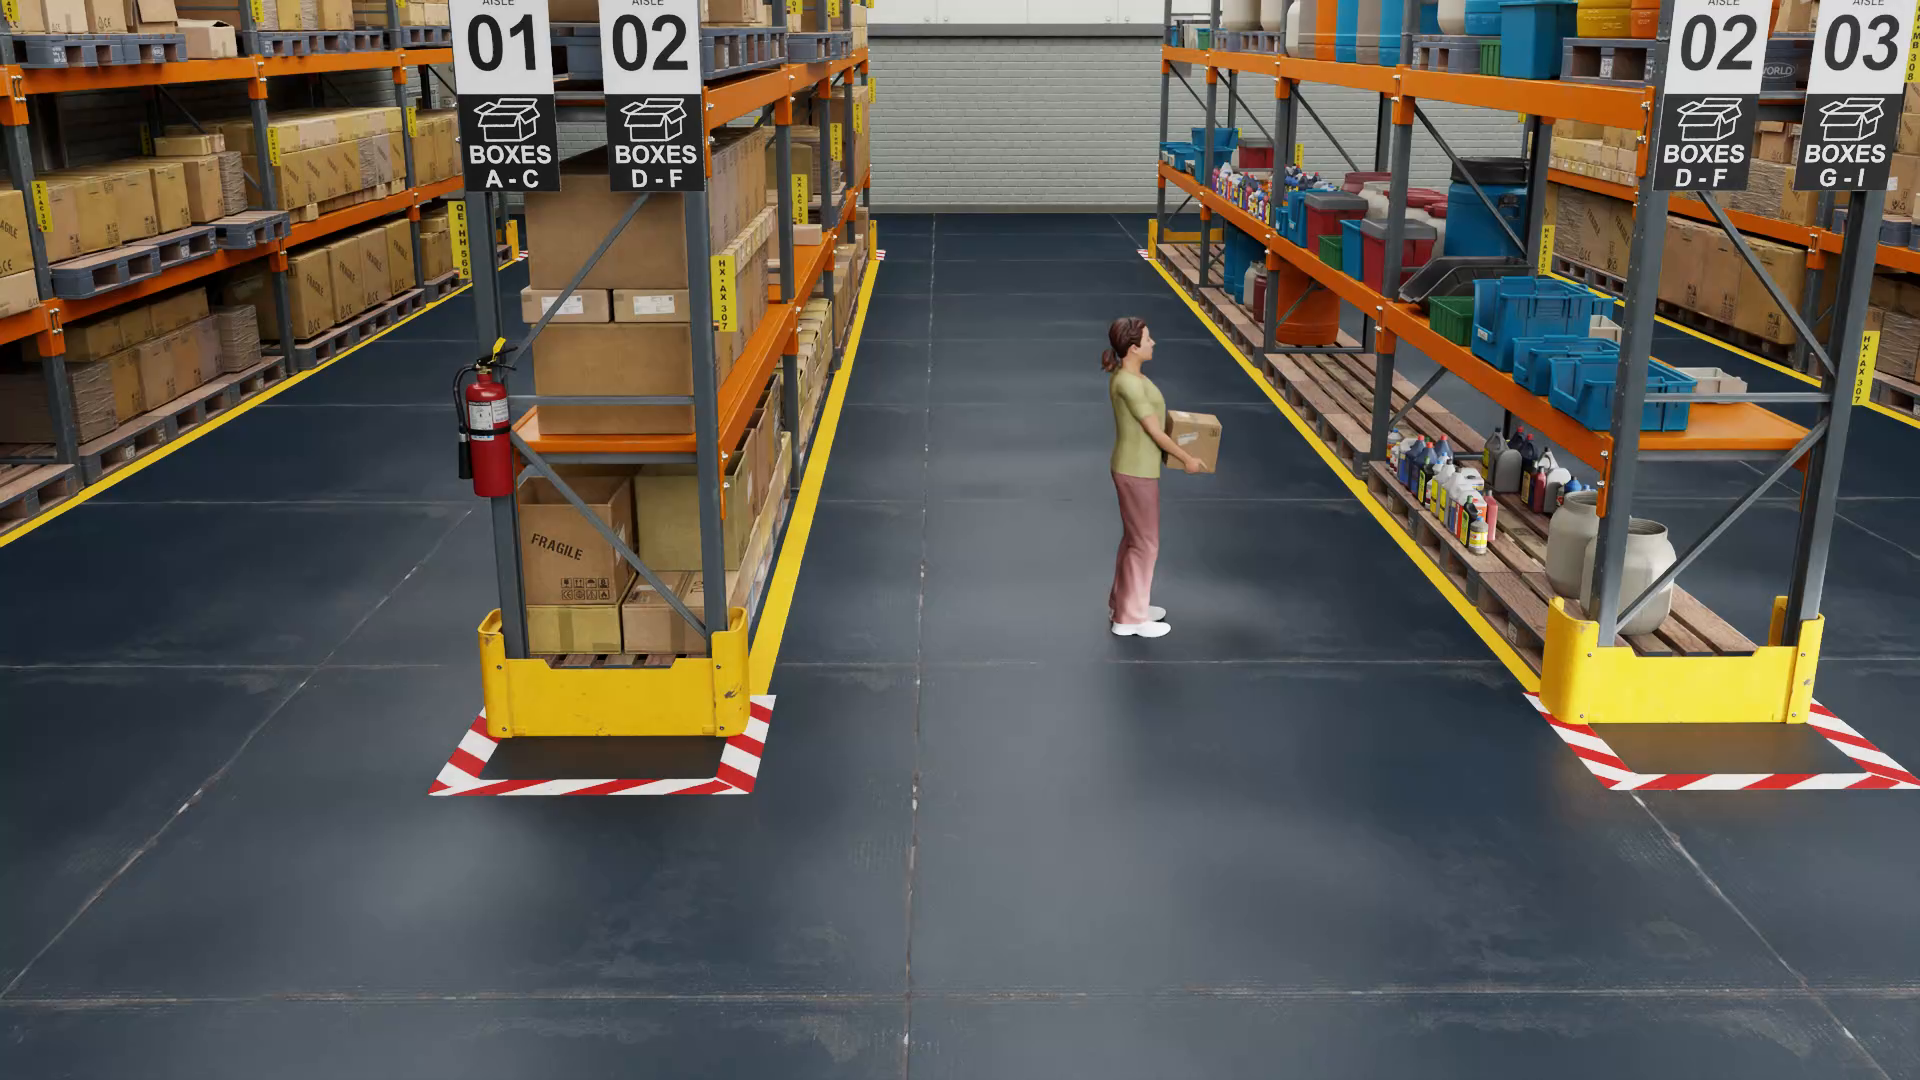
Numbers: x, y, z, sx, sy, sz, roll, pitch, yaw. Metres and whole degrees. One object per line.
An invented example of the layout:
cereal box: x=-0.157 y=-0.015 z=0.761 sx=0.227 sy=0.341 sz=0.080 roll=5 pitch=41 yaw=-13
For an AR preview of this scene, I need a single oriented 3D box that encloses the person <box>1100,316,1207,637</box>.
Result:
person: x=0.988 y=-0.333 z=8.647 sx=0.553 sy=1.663 sz=0.425 roll=0 pitch=17 yaw=0
